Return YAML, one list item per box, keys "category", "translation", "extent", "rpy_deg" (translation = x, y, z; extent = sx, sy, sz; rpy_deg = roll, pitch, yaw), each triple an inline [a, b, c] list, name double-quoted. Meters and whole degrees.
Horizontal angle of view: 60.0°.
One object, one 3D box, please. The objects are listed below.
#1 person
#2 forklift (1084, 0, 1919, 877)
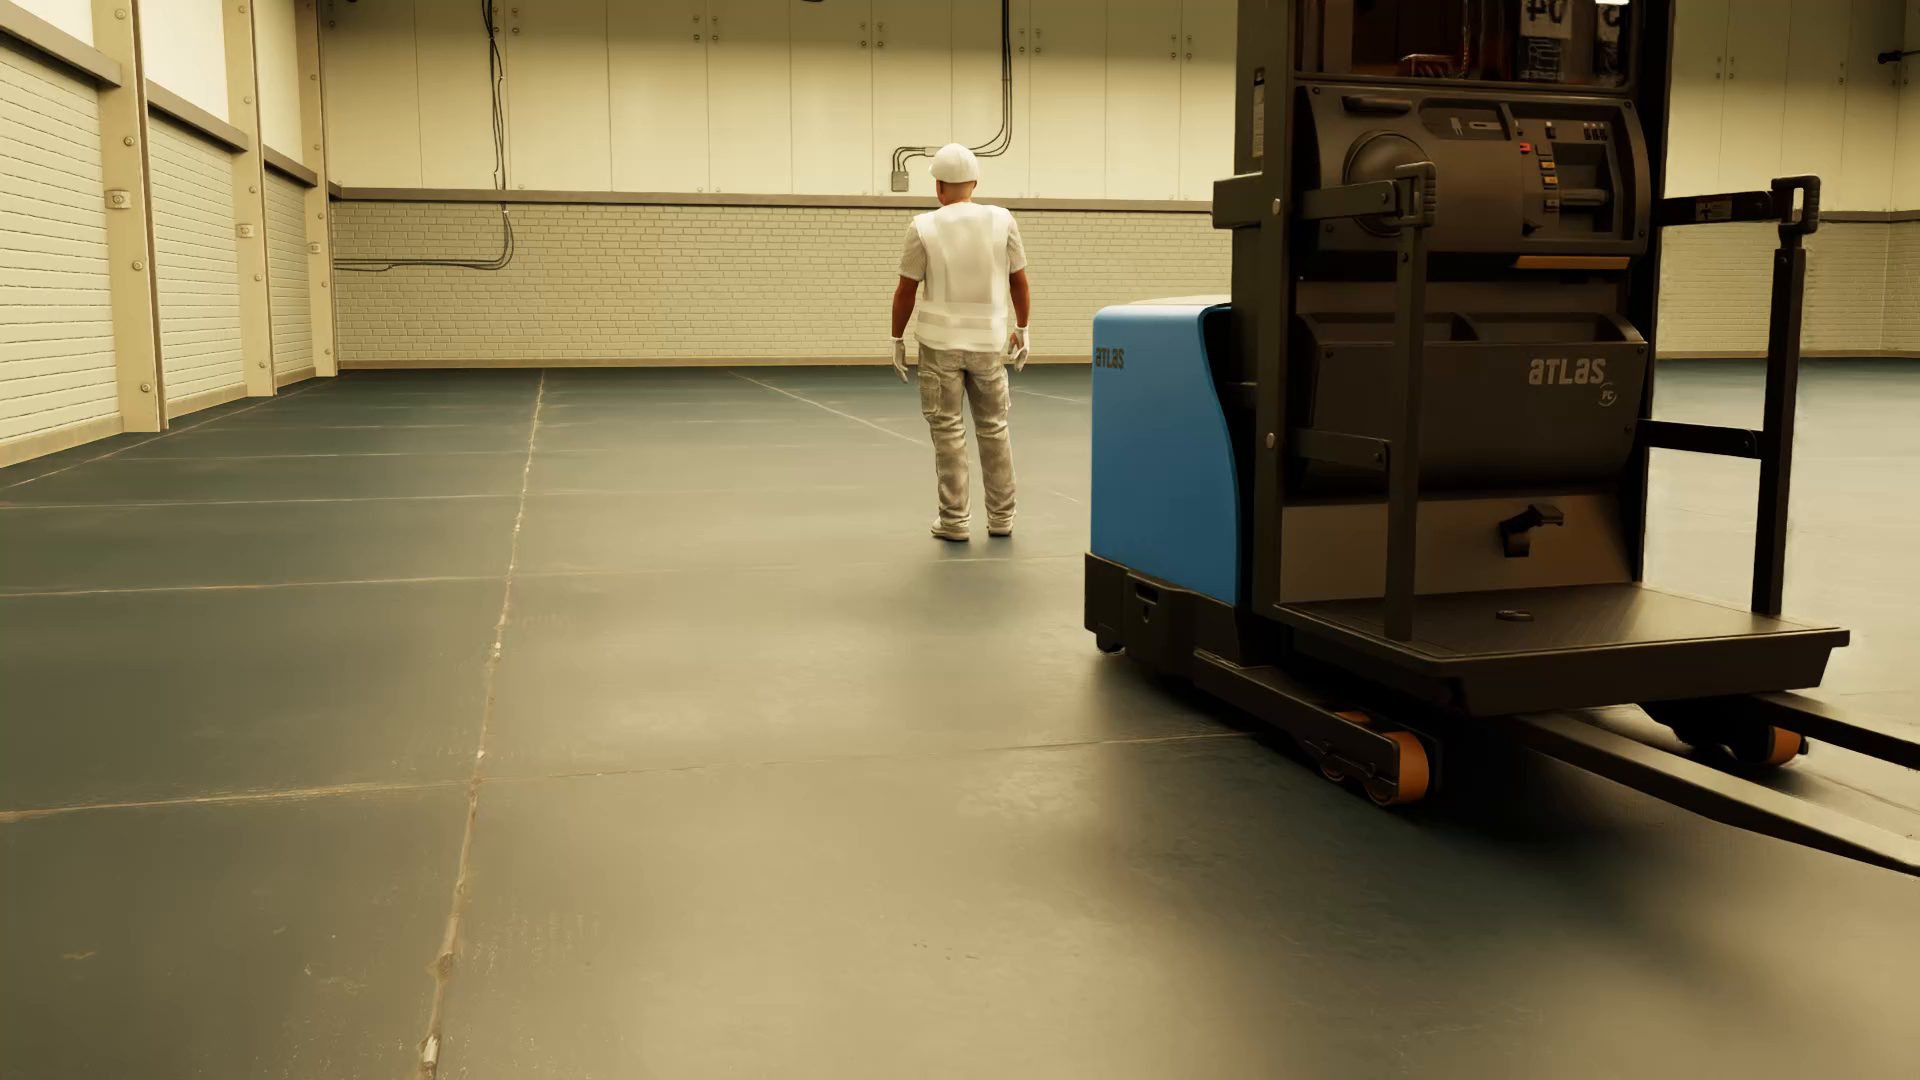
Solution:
- category: "person"
  translation: [-0.009, -0.901, 7.654]
  extent: [0.657, 1.785, 0.575]
  rpy_deg: [-2, 8, -13]
- category: "forklift"
  translation: [1.330, -0.937, 3.830]
  extent: [1.130, 2.935, 3.031]
  rpy_deg: [-3, 8, -18]
